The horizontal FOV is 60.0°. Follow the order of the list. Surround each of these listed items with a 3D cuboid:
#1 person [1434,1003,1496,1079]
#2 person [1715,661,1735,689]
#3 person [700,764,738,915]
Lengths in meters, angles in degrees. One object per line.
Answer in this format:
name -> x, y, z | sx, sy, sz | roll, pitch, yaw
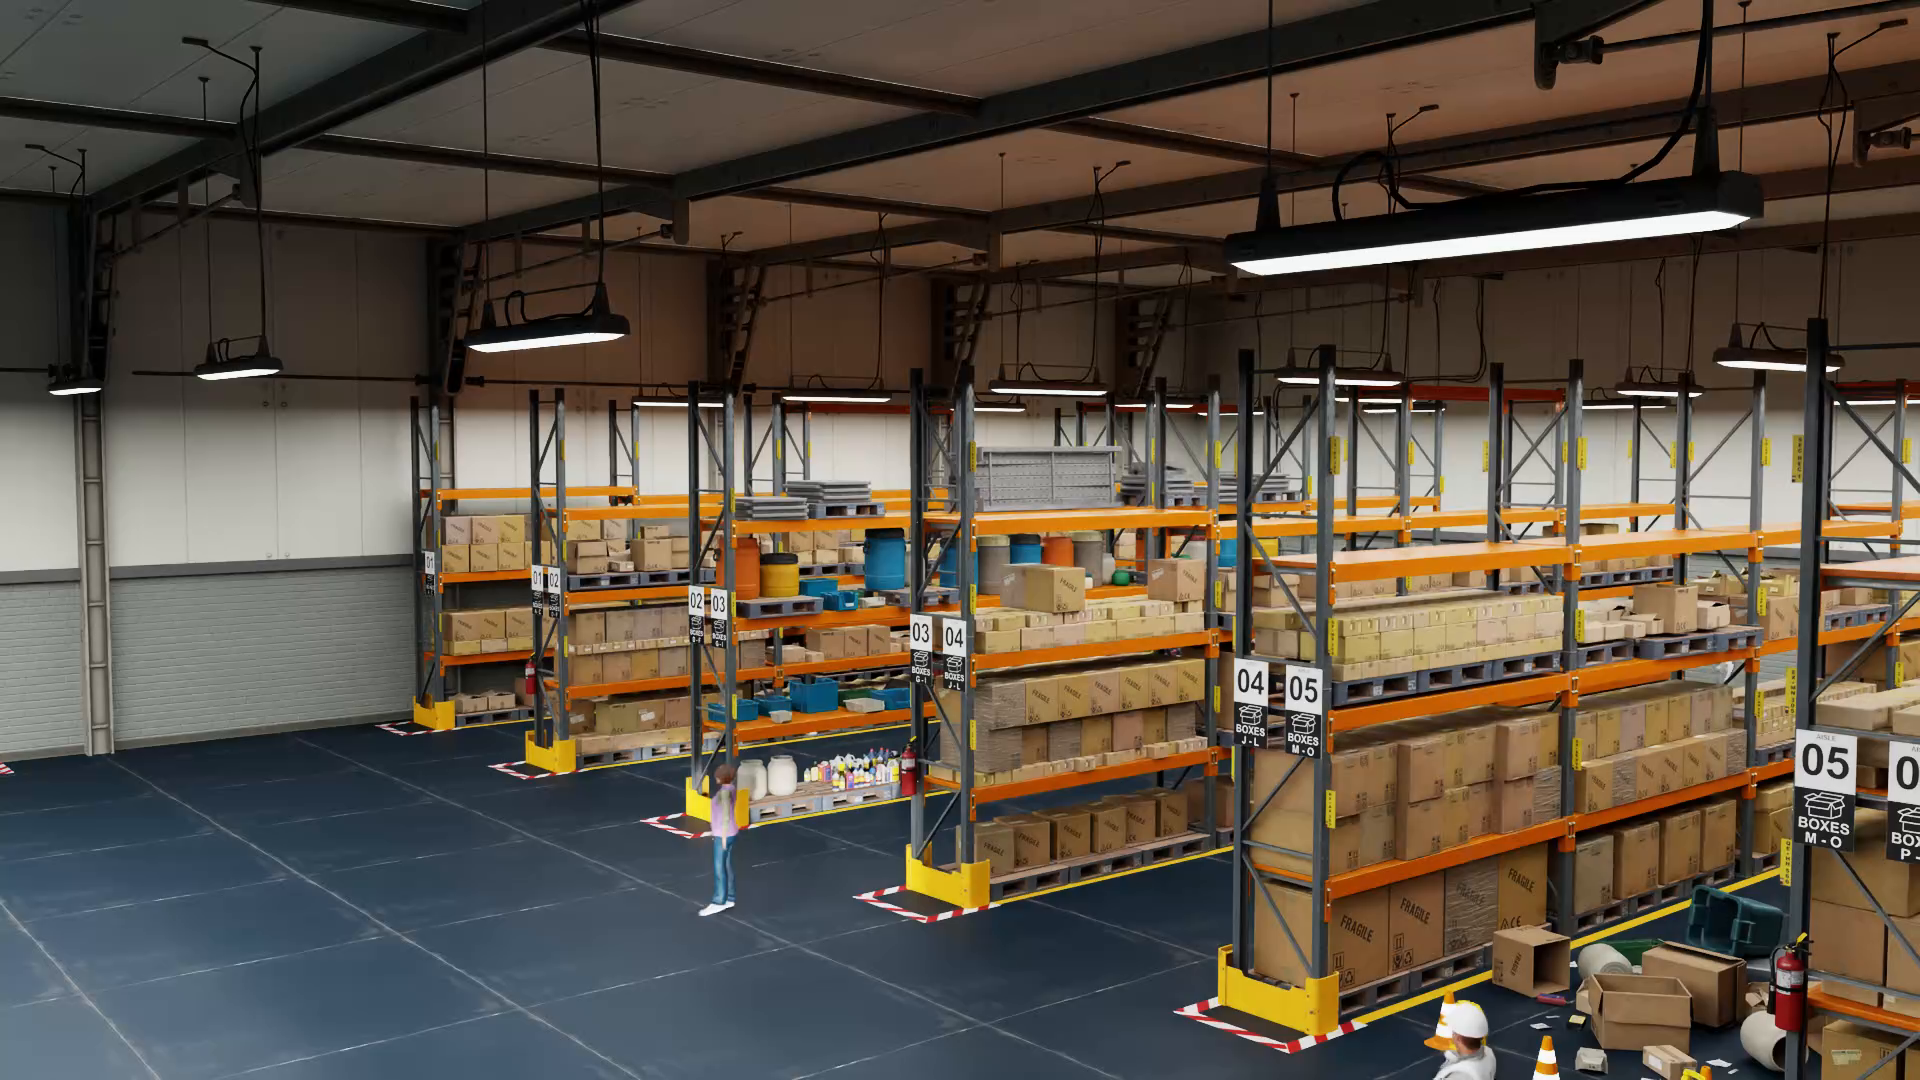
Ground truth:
person -> 3.044, 3.680, 10.129 | 0.446, 1.787, 0.639 | 1, 4, 21
person -> 13.496, 2.646, 29.223 | 0.754, 1.586, 0.428 | 1, 4, 19
person -> -2.649, 3.281, 18.342 | 0.383, 1.611, 0.508 | 0, 3, 1
